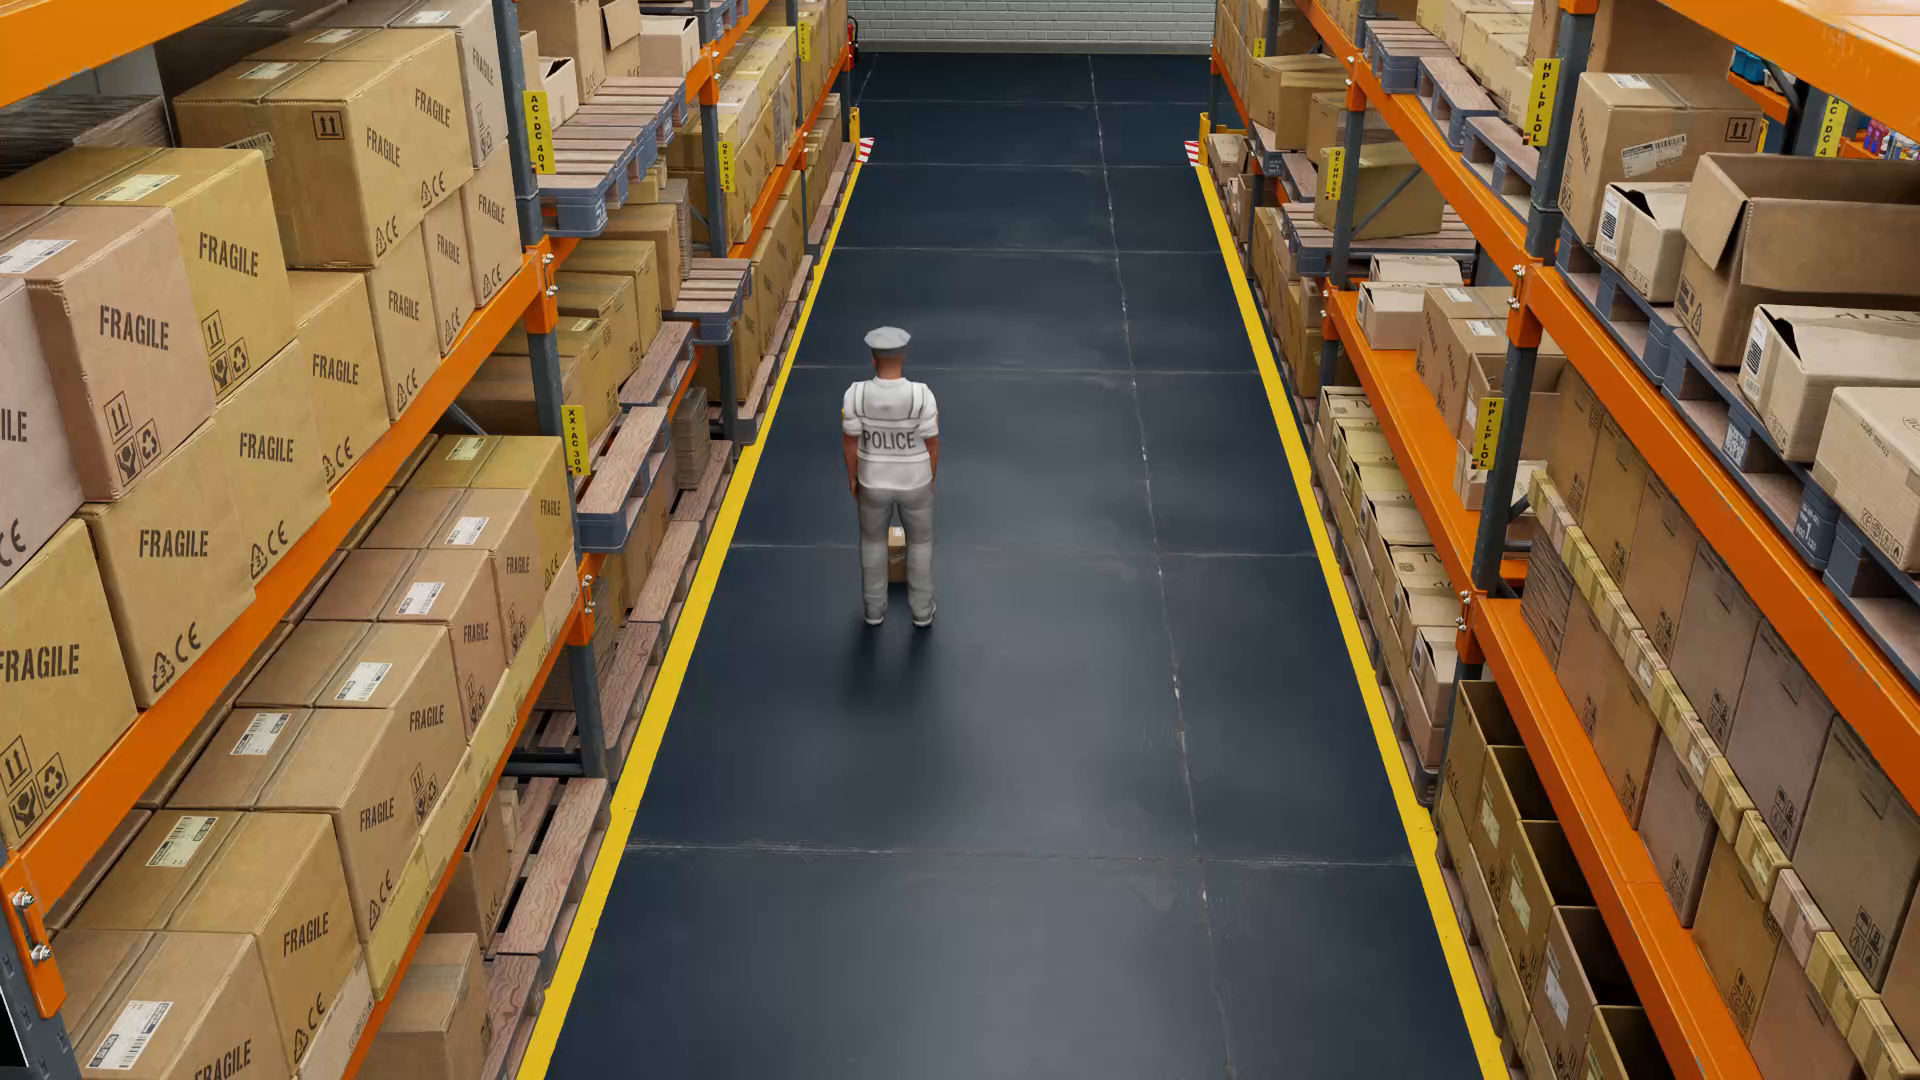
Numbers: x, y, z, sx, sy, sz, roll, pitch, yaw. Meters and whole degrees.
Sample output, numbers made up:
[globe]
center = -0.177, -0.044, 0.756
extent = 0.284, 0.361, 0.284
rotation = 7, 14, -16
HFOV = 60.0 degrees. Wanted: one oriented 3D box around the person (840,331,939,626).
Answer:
[person]
center = -0.386, -0.319, 9.264
extent = 0.547, 1.722, 0.440
rotation = 2, 28, 3
